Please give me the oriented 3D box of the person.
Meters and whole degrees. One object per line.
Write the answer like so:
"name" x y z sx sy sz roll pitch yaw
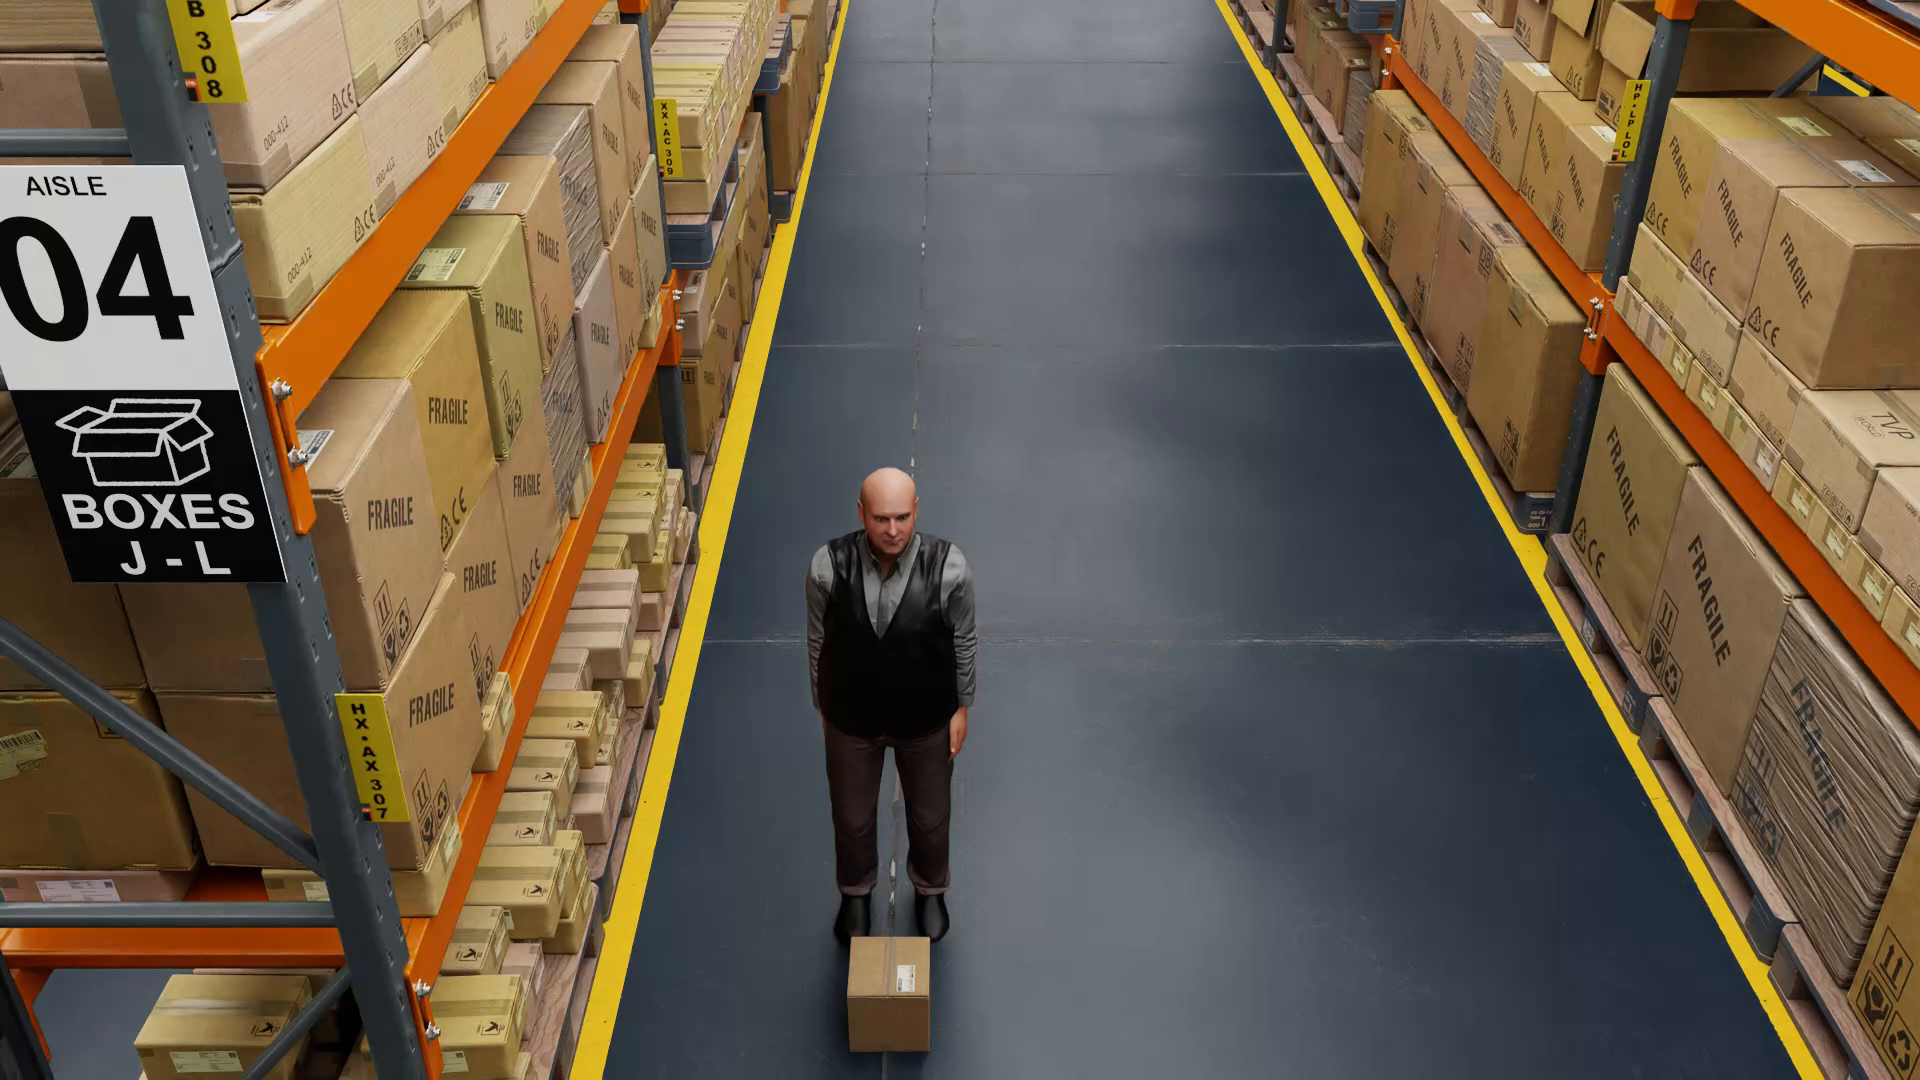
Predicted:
"person" -0.209 0.563 5.261 0.531 1.734 0.359 1 31 1
